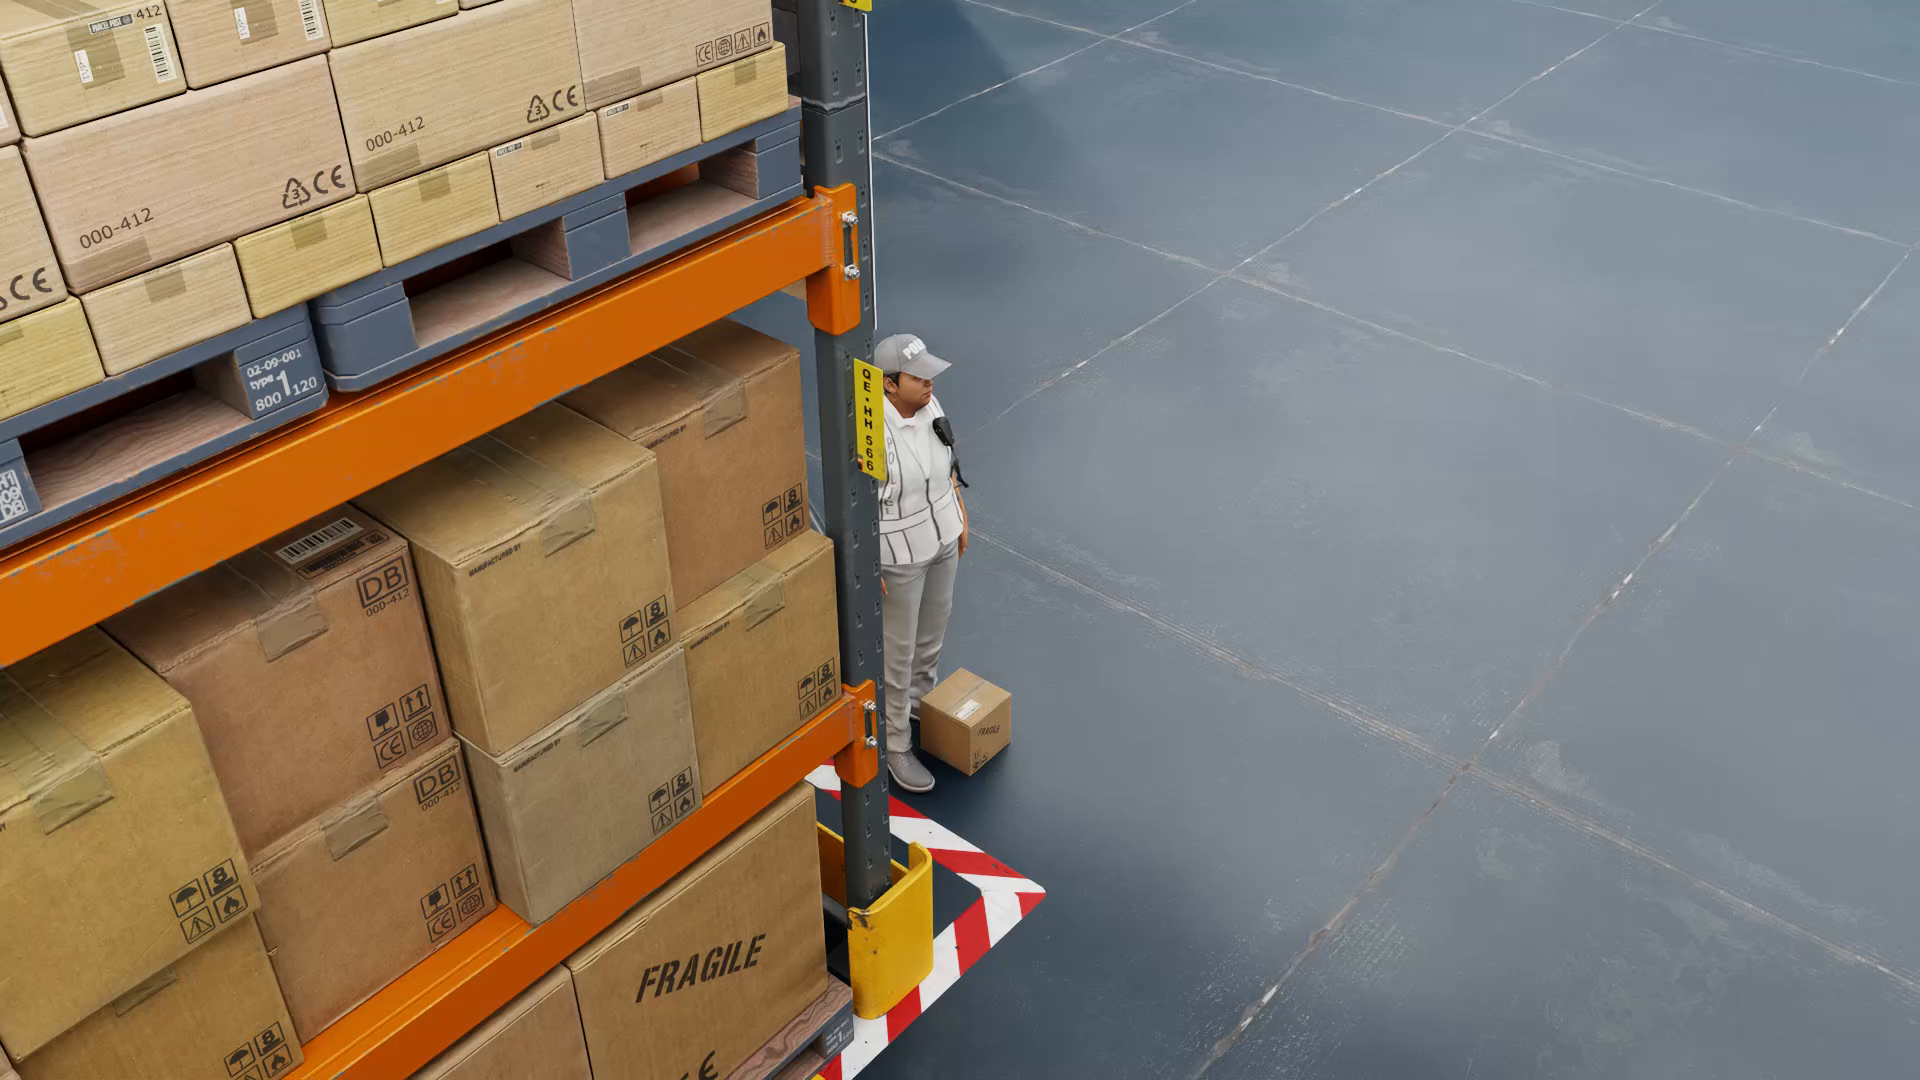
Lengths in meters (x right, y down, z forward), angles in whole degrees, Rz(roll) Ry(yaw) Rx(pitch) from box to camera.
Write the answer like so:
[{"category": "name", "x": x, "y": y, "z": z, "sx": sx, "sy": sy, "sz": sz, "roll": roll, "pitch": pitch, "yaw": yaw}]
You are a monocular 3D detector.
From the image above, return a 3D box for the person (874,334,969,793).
[{"category": "person", "x": -0.150, "y": 0.058, "z": 6.041, "sx": 0.529, "sy": 1.670, "sz": 0.597, "roll": 27, "pitch": 43, "yaw": 33}]
